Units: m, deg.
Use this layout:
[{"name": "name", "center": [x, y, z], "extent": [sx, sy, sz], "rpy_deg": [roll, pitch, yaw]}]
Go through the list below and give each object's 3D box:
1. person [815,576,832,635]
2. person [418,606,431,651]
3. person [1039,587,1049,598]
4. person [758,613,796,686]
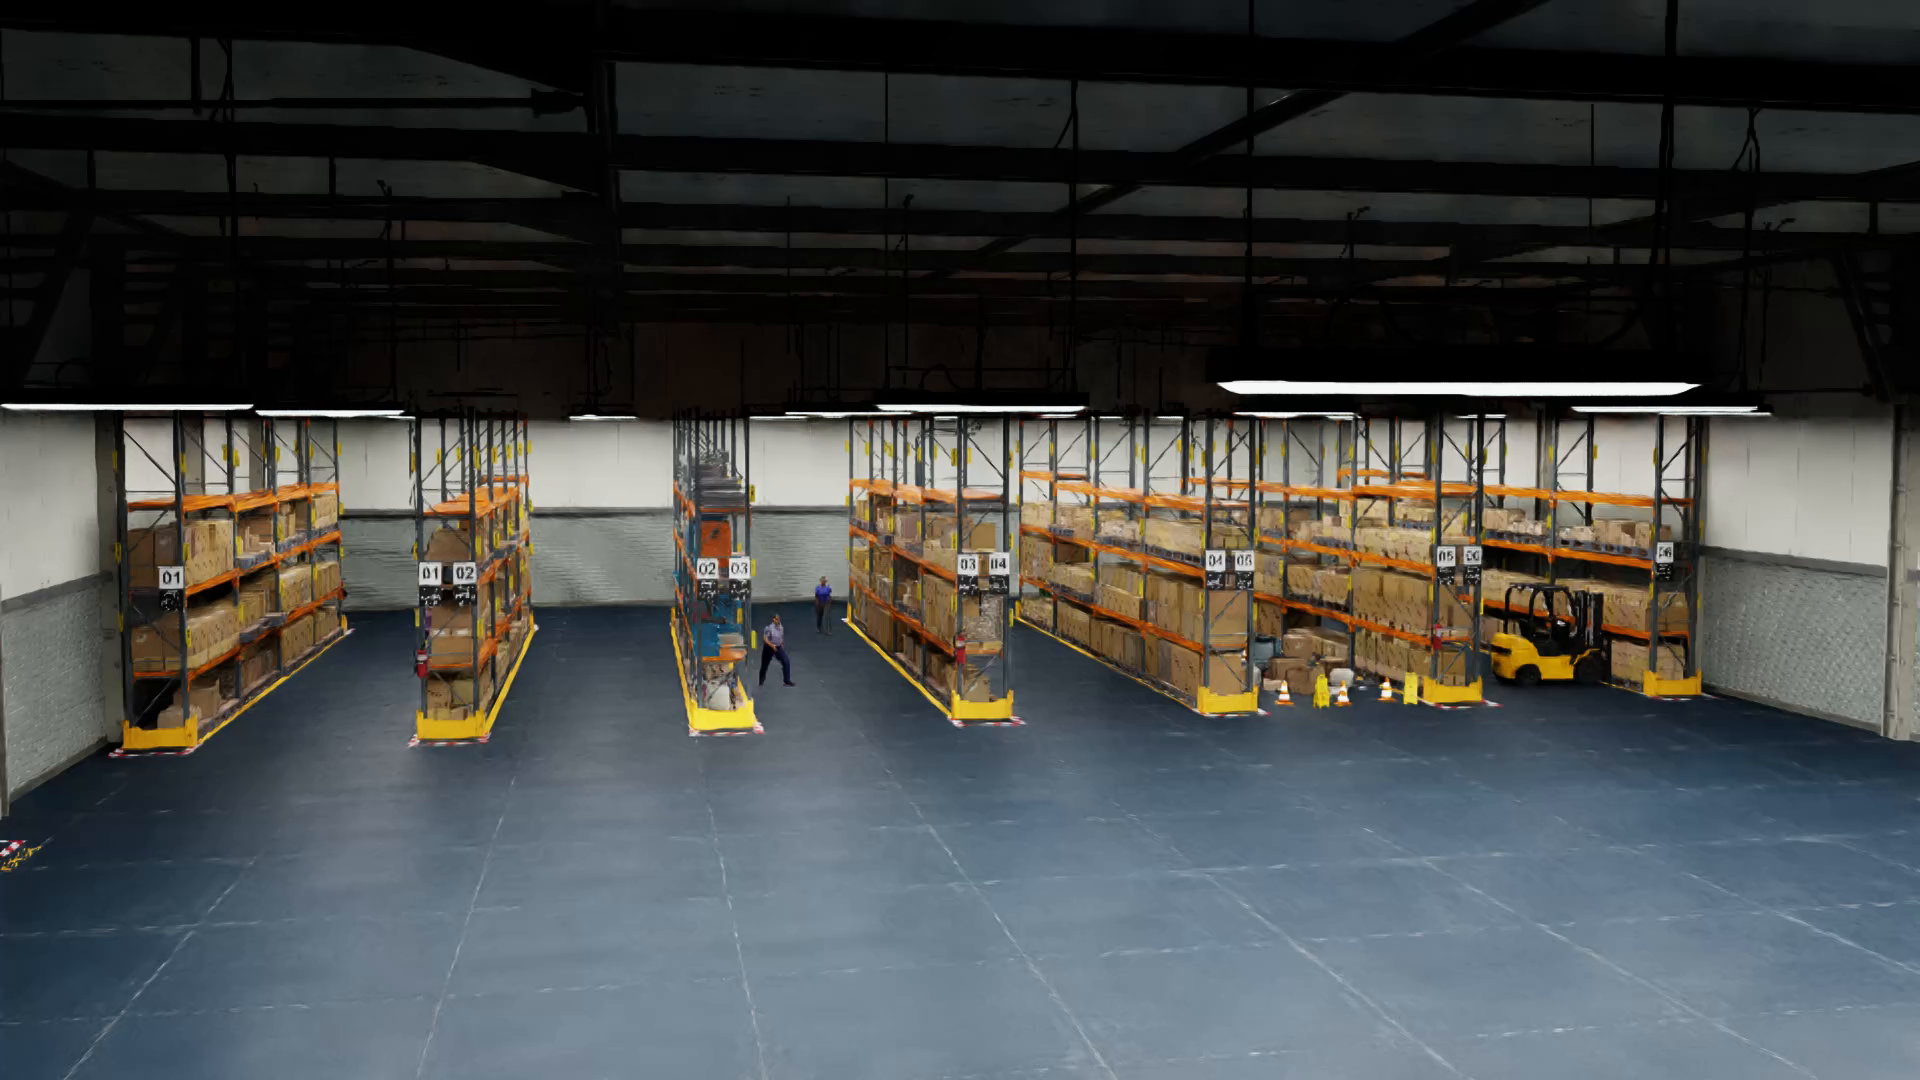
[{"name": "person", "center": [-3.689, 1.739, 44.748], "extent": [0.447, 1.574, 1.088], "rpy_deg": [-1, 4, -9]}, {"name": "person", "center": [-12.701, 2.133, 39.768], "extent": [0.566, 1.541, 0.519], "rpy_deg": [-1, 4, -12]}, {"name": "person", "center": [2.605, 1.297, 49.867], "extent": [0.530, 1.784, 0.627], "rpy_deg": [-3, 5, -33]}, {"name": "person", "center": [-4.010, 2.365, 36.034], "extent": [0.663, 1.583, 0.796], "rpy_deg": [-3, 5, -34]}]
